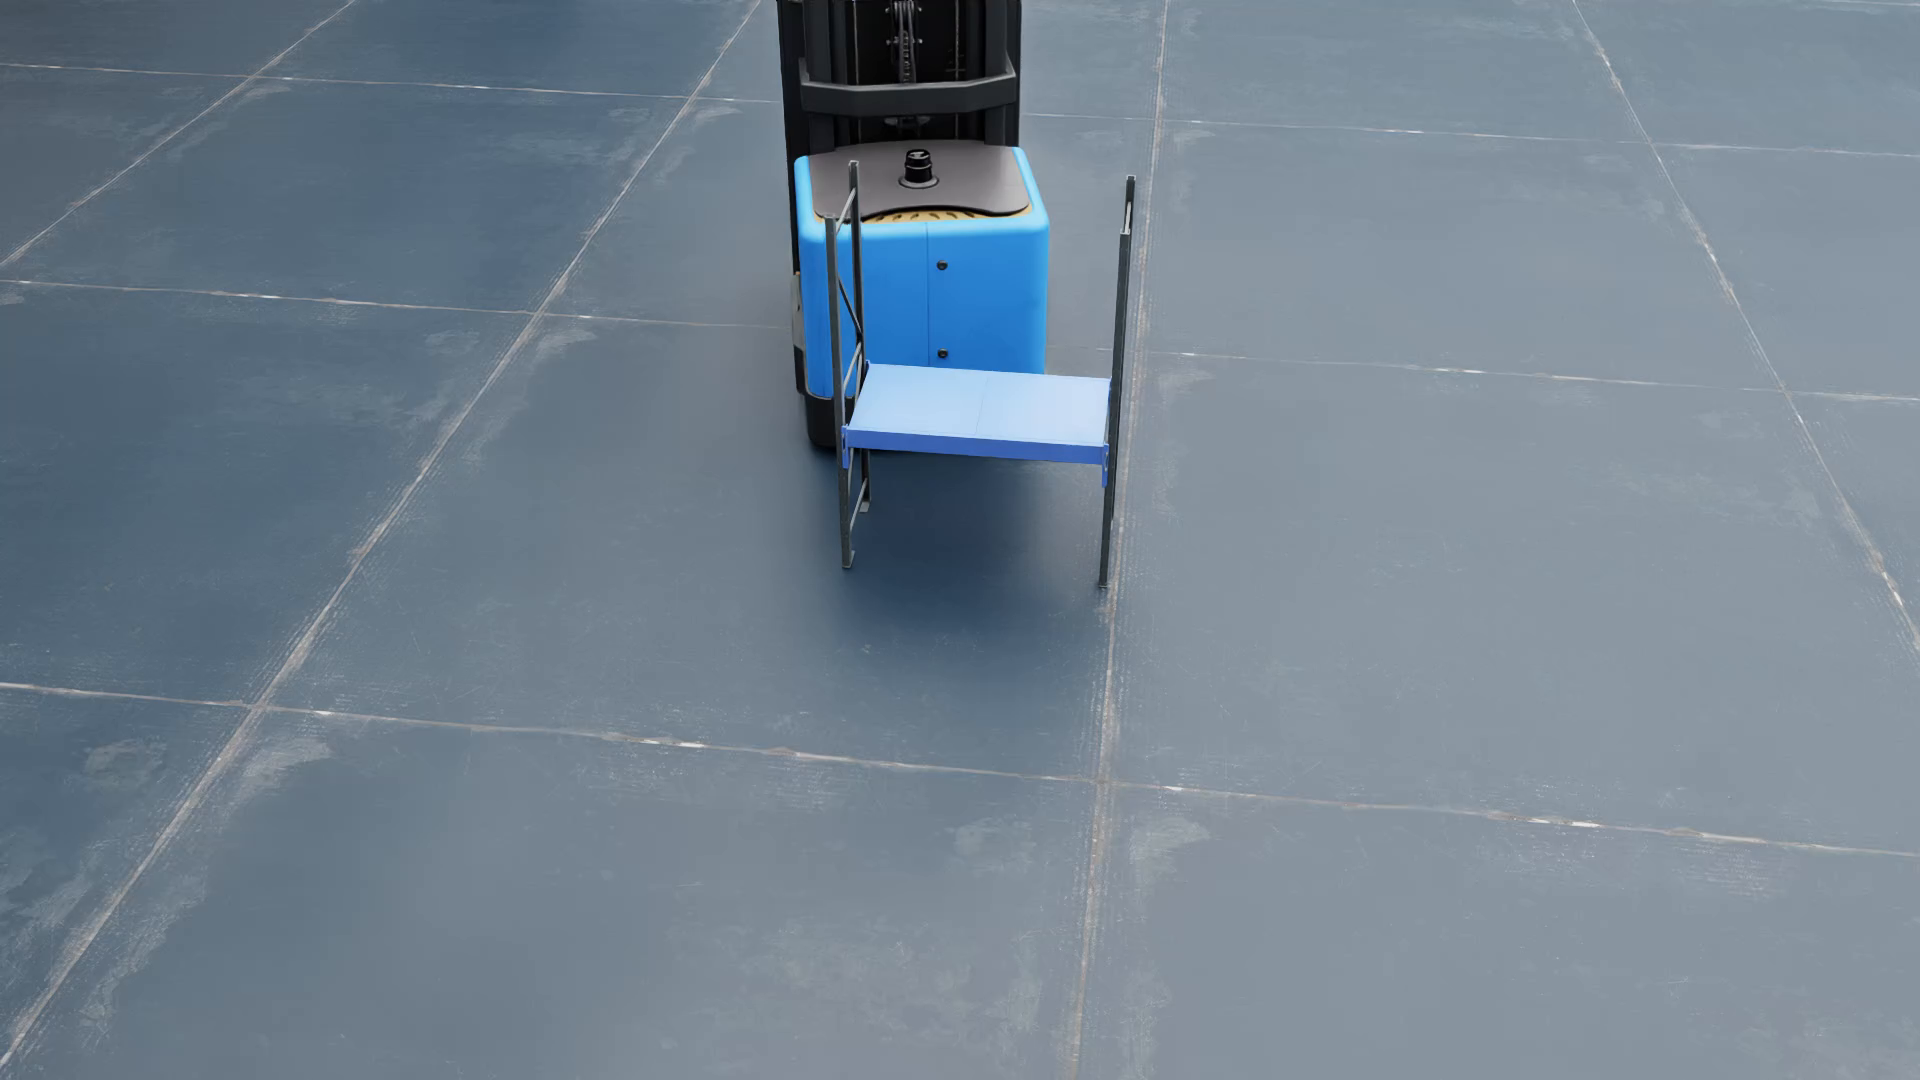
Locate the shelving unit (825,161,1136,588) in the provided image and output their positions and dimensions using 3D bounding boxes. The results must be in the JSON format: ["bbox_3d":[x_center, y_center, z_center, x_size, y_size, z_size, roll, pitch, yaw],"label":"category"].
[{"bbox_3d":[0.085,-0.604,6.305,1.048,1.500,0.538,4,36,6],"label":"shelving unit"}]

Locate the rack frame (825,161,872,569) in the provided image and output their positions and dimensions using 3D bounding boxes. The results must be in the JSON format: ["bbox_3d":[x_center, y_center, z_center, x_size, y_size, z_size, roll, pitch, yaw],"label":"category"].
[{"bbox_3d":[-0.420,-0.642,6.358,0.032,1.500,0.500,4,36,6],"label":"rack frame"}]

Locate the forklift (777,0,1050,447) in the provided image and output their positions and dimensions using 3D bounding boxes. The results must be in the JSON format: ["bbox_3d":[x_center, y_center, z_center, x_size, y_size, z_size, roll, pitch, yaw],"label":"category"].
[{"bbox_3d":[-0.297,-2.438,7.643,1.130,2.935,3.031,-4,36,-5],"label":"forklift"}]

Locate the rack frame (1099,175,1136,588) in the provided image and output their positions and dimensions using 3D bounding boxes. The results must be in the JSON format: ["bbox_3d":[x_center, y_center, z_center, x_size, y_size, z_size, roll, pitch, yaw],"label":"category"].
[{"bbox_3d":[0.589,-0.567,6.253,0.032,1.500,0.500,4,36,6],"label":"rack frame"}]

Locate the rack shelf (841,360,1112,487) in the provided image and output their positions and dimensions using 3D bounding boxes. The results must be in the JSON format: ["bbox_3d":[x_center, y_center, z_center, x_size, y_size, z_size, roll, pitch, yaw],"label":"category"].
[{"bbox_3d":[0.085,-0.458,6.410,1.000,0.185,0.538,4,36,6],"label":"rack shelf"}]
